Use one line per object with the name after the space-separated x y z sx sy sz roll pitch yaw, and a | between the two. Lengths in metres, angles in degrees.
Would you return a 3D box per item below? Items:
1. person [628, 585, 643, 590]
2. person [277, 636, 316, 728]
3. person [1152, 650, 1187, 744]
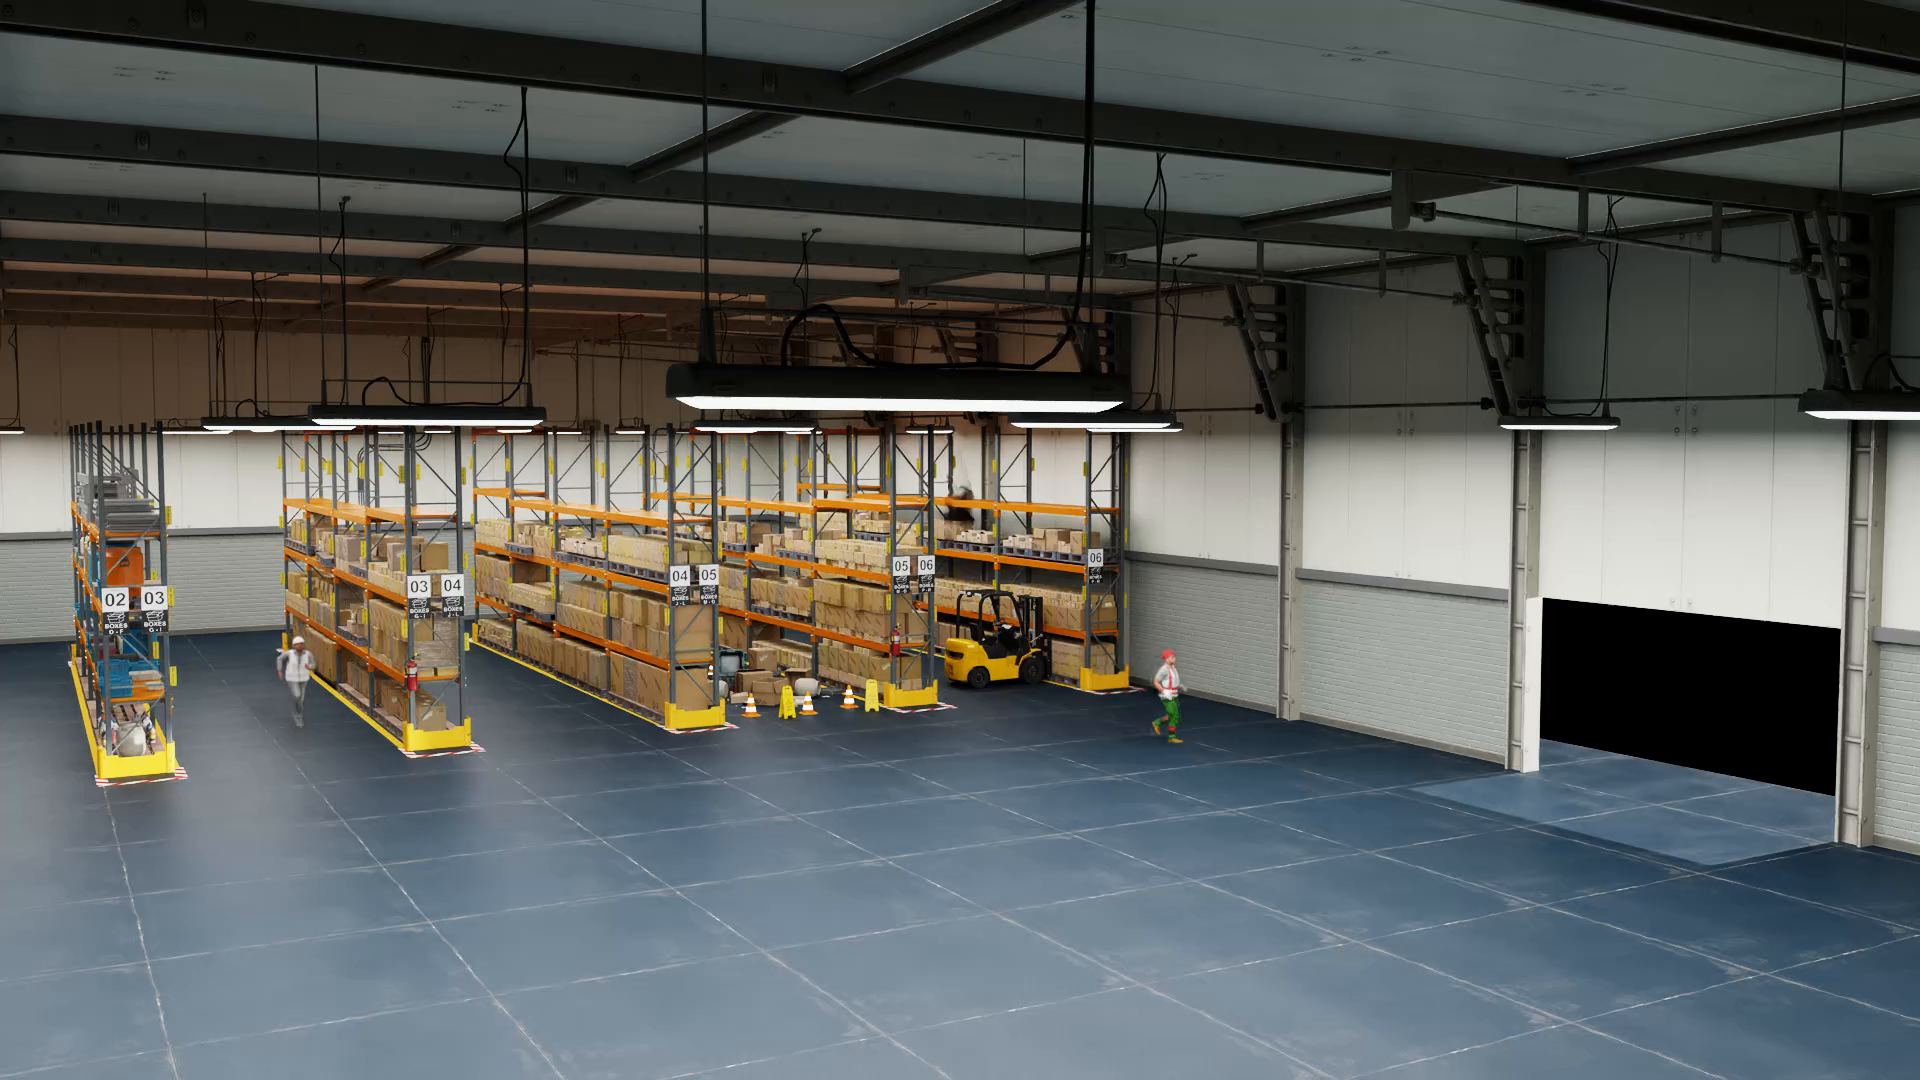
-9.737 1.838 50.162 0.948 1.593 0.540 -2 4 -24 | person
-13.157 2.805 33.024 0.679 1.811 0.848 -2 4 -34 | person
3.879 2.928 31.078 0.663 1.747 0.651 2 4 34 | person
